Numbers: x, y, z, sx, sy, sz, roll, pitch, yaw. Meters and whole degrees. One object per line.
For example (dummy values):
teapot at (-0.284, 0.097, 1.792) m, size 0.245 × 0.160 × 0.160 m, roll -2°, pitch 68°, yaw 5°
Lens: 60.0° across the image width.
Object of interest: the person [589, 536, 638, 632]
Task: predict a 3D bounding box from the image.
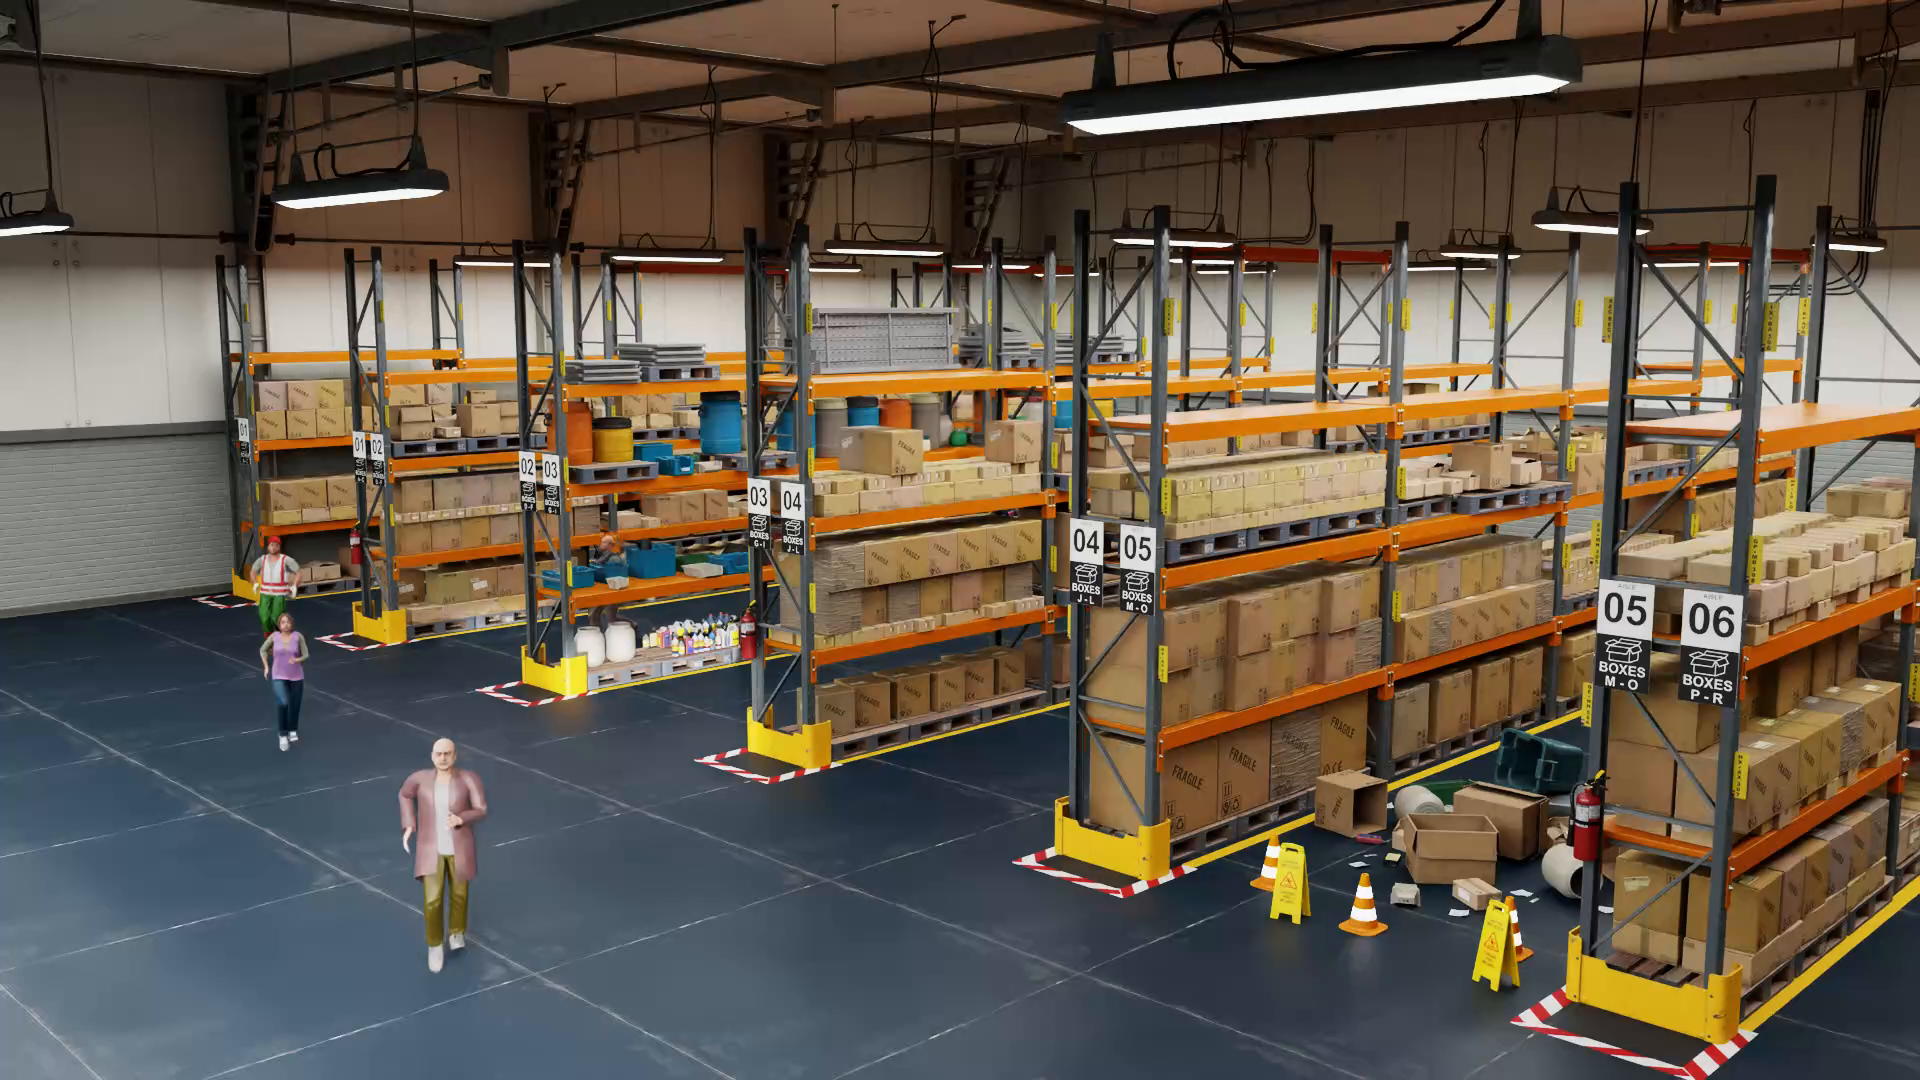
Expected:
person at (-5.298, 0.784, 24.986) m, size 0.667 × 1.699 × 0.915 m, roll 8°, pitch 11°, yaw 43°

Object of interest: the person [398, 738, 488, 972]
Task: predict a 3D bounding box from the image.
person at (-4.039, 2.457, 13.055) m, size 0.671 × 1.823 × 0.792 m, roll -3°, pitch 8°, yaw -18°

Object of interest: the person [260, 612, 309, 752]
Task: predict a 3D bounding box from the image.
person at (-7.836, 1.643, 19.361) m, size 0.503 × 1.617 × 0.682 m, roll -4°, pitch 9°, yaw -29°

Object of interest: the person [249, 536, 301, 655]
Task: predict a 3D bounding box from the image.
person at (-10.199, 0.819, 24.734) m, size 0.716 × 1.755 × 0.551 m, roll -1°, pitch 8°, yaw -6°
